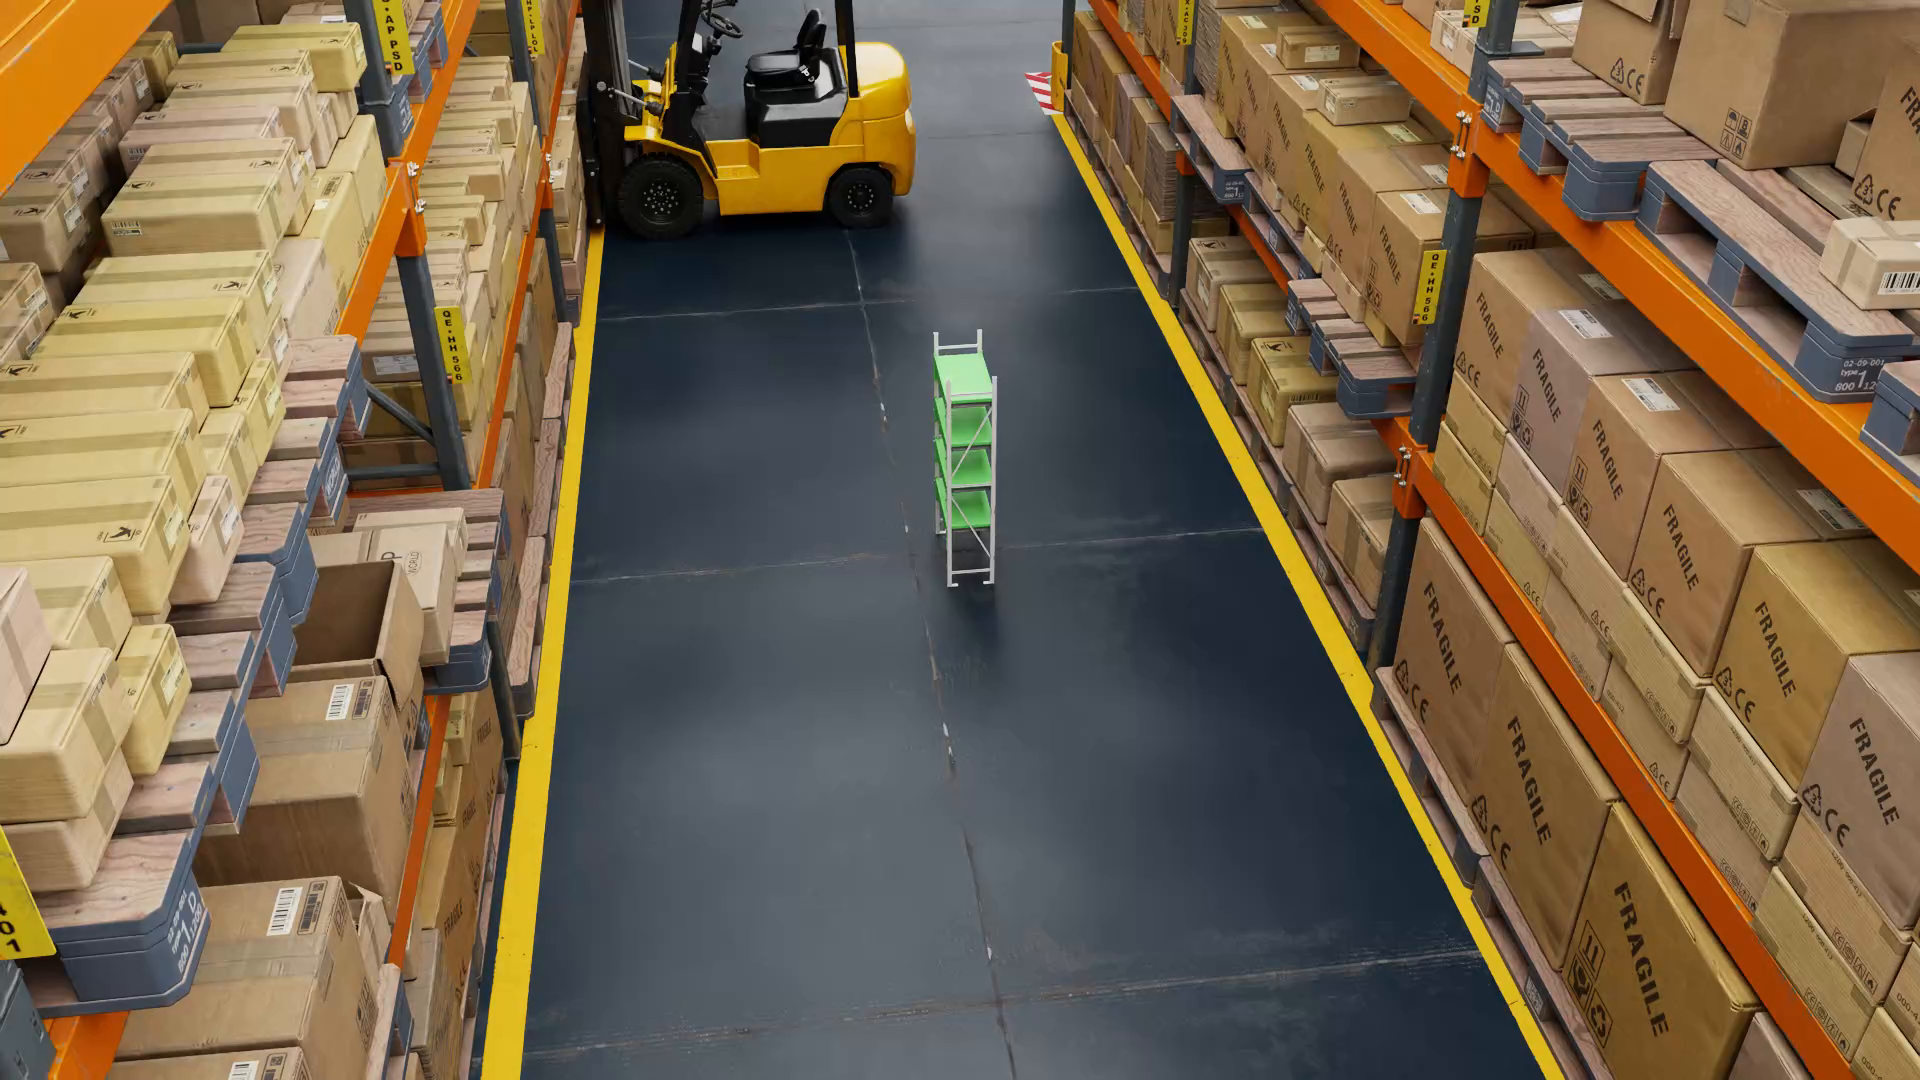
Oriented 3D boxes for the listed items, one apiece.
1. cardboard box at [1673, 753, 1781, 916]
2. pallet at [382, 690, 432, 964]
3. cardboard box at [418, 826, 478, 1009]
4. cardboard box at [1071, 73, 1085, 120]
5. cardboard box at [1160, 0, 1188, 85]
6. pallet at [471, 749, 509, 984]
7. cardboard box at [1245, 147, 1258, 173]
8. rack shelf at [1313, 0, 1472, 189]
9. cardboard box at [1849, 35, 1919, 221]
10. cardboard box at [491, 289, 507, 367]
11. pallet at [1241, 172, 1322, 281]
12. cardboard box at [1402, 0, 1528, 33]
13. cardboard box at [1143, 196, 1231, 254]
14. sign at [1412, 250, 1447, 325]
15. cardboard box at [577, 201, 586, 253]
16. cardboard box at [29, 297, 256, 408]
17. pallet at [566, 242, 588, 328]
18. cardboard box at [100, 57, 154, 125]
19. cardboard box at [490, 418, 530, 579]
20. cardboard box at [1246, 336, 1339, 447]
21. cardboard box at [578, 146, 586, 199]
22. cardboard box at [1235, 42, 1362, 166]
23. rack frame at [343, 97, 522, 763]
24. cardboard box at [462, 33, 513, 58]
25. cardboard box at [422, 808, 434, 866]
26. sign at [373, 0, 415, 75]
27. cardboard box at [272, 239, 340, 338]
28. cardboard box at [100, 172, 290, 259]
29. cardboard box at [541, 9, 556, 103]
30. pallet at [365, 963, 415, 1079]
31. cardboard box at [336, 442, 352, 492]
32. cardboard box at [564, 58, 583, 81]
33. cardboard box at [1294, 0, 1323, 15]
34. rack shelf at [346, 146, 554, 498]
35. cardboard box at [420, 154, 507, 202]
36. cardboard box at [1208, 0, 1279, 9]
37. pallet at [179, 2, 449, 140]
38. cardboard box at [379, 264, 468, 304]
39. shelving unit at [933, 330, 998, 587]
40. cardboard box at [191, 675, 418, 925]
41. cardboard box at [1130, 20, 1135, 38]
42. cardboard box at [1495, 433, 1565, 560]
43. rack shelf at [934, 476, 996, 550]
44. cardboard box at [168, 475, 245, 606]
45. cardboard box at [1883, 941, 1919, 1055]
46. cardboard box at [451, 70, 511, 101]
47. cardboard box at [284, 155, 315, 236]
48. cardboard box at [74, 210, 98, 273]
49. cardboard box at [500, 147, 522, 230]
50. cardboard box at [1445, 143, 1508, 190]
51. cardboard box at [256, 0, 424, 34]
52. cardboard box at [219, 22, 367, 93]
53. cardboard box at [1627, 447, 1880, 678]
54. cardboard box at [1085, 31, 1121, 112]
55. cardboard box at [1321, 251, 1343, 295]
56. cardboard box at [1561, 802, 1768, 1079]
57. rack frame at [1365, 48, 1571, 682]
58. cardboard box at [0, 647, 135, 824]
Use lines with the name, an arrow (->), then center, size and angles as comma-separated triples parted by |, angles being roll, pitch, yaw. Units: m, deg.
cardboard box -> 2.559, 0.869, 5.073 | 0.500, 0.250, 0.500 | -5, 35, -8
pallet -> -2.204, 0.916, 5.041 | 1.003, 0.211, 1.213 | -4, 35, -6
cardboard box -> -2.070, 1.403, 6.003 | 0.500, 0.500, 0.500 | -3, 34, -4
cardboard box -> 1.207, -3.657, 13.650 | 0.500, 0.250, 0.500 | -5, 35, -7
cardboard box -> 1.604, -3.252, 10.634 | 0.500, 0.500, 0.500 | -5, 35, -8
pallet -> -2.407, 1.324, 6.749 | 1.003, 0.211, 1.213 | -4, 35, -6
cardboard box -> 1.803, -2.157, 9.230 | 0.380, 0.149, 0.250 | -4, 34, -6
rack shelf -> 2.179, -2.685, 8.130 | 1.077, 0.370, 4.000 | -4, 35, -6
cardboard box -> 2.972, -1.119, 4.732 | 0.500, 0.500, 0.500 | -4, 34, -6
cardboard box -> -2.427, -1.020, 7.845 | 0.500, 0.250, 0.500 | -5, 35, -8
pallet -> 2.141, -1.649, 8.804 | 1.003, 0.211, 1.213 | -4, 35, -6
cardboard box -> 2.330, -2.437, 7.038 | 0.700, 0.500, 0.500 | -4, 35, -6
cardboard box -> 1.564, -2.205, 11.520 | 0.500, 0.250, 0.500 | -3, 34, -4
sign -> 1.912, -1.026, 6.762 | 0.100, 0.325, 0.005 | -4, 35, -6
cardboard box -> -2.829, -2.095, 11.358 | 0.500, 0.250, 0.500 | -5, 35, -7
cardboard box -> -1.779, -0.403, 3.641 | 0.380, 0.149, 0.250 | -4, 34, -6
pallet -> -3.074, -1.775, 11.296 | 1.003, 0.211, 1.213 | -4, 35, -6
cardboard box -> -2.689, -1.343, 5.037 | 0.380, 0.149, 0.250 | -4, 34, -6
cardboard box -> -2.636, -0.154, 8.176 | 0.875, 0.625, 0.625 | -3, 34, -5
cardboard box -> 2.178, -0.865, 9.444 | 0.950, 0.372, 0.625 | -3, 34, -5
cardboard box -> -2.893, -2.580, 11.625 | 0.500, 0.250, 0.500 | -5, 35, -7
cardboard box -> 1.810, -2.356, 8.947 | 0.500, 0.500, 0.500 | -5, 35, -7
rack frame -> -2.470, -0.248, 6.579 | 1.000, 3.000, 0.127 | -4, 35, -6
cardboard box -> -2.790, -2.988, 9.934 | 0.380, 0.149, 0.250 | -5, 35, -7
cardboard box -> -2.103, 1.051, 5.944 | 0.380, 0.149, 0.250 | -3, 34, -5
sign -> -1.932, -1.741, 5.648 | 0.100, 0.325, 0.005 | -4, 35, -6
cardboard box -> -2.025, -0.598, 4.562 | 0.500, 0.250, 0.500 | -4, 35, -6
cardboard box -> -1.956, -0.820, 4.270 | 0.380, 0.149, 0.250 | -4, 35, -6
cardboard box -> -2.896, -3.078, 10.644 | 0.500, 0.500, 0.500 | -4, 34, -6
pallet -> -1.931, 1.609, 4.024 | 1.003, 0.211, 1.213 | -4, 35, -6
cardboard box -> -2.784, -0.418, 6.961 | 0.500, 0.250, 0.500 | -5, 35, -7
cardboard box -> -3.023, -3.364, 12.333 | 0.500, 0.250, 0.500 | -4, 34, -6
cardboard box -> 2.200, -2.956, 9.826 | 0.500, 0.500, 0.500 | -5, 35, -7
rack shelf -> -2.739, -1.067, 8.420 | 1.077, 0.370, 4.000 | -4, 35, -6
cardboard box -> -2.428, -1.763, 8.137 | 0.380, 0.149, 0.250 | -5, 35, -8
cardboard box -> 1.623, -3.175, 9.572 | 0.380, 0.149, 0.250 | -5, 35, -7
pallet -> -2.650, -1.782, 6.334 | 1.213, 0.211, 1.003 | -3, 34, -4
cardboard box -> -2.318, -1.048, 7.088 | 0.380, 0.149, 0.250 | -3, 34, -5
shelving unit -> 0.022, -0.403, 8.405 | 0.258, 1.200, 0.503 | -4, 35, -6
cardboard box -> -1.951, 0.755, 4.645 | 0.700, 0.500, 0.500 | -5, 35, -7
cardboard box -> 1.420, -3.623, 11.754 | 0.380, 0.149, 0.250 | -5, 35, -7
cardboard box -> 2.340, -0.181, 6.170 | 0.500, 0.250, 0.500 | -4, 34, -5
rack shelf -> 0.022, -0.152, 8.576 | 0.258, 0.148, 0.480 | -4, 35, -6
cardboard box -> -1.659, 0.008, 3.301 | 0.380, 0.149, 0.250 | -4, 34, -6
cardboard box -> 2.686, 1.234, 4.094 | 0.500, 0.250, 0.500 | -4, 35, -6
cardboard box -> -2.689, -2.473, 9.179 | 0.380, 0.149, 0.250 | -5, 35, -7
cardboard box -> -2.082, -0.981, 4.770 | 0.380, 0.149, 0.250 | -4, 35, -6
cardboard box -> -2.585, -0.796, 4.499 | 0.380, 0.149, 0.250 | -5, 35, -7
cardboard box -> -2.549, -1.798, 8.543 | 0.500, 0.250, 0.500 | -4, 34, -5
cardboard box -> 2.540, -1.523, 7.724 | 0.500, 0.500, 0.500 | -3, 34, -4
cardboard box -> -2.326, -2.167, 6.180 | 0.500, 0.500, 0.500 | -4, 34, -6
cardboard box -> -2.131, -1.544, 5.332 | 0.380, 0.149, 0.250 | -3, 34, -5
cardboard box -> 2.467, 0.061, 5.149 | 0.500, 0.500, 0.500 | -4, 34, -6
cardboard box -> 1.285, -3.662, 12.991 | 0.500, 0.500, 0.500 | -6, 35, -8
cardboard box -> 1.959, -1.283, 7.949 | 0.380, 0.149, 0.250 | -6, 35, -9
cardboard box -> 2.694, 1.467, 5.576 | 0.875, 0.875, 0.875 | -3, 34, -5
rack frame -> 2.448, -0.626, 7.134 | 1.000, 3.000, 0.127 | -4, 35, -6
cardboard box -> -1.538, 0.310, 2.593 | 0.380, 0.149, 0.250 | -3, 34, -5
